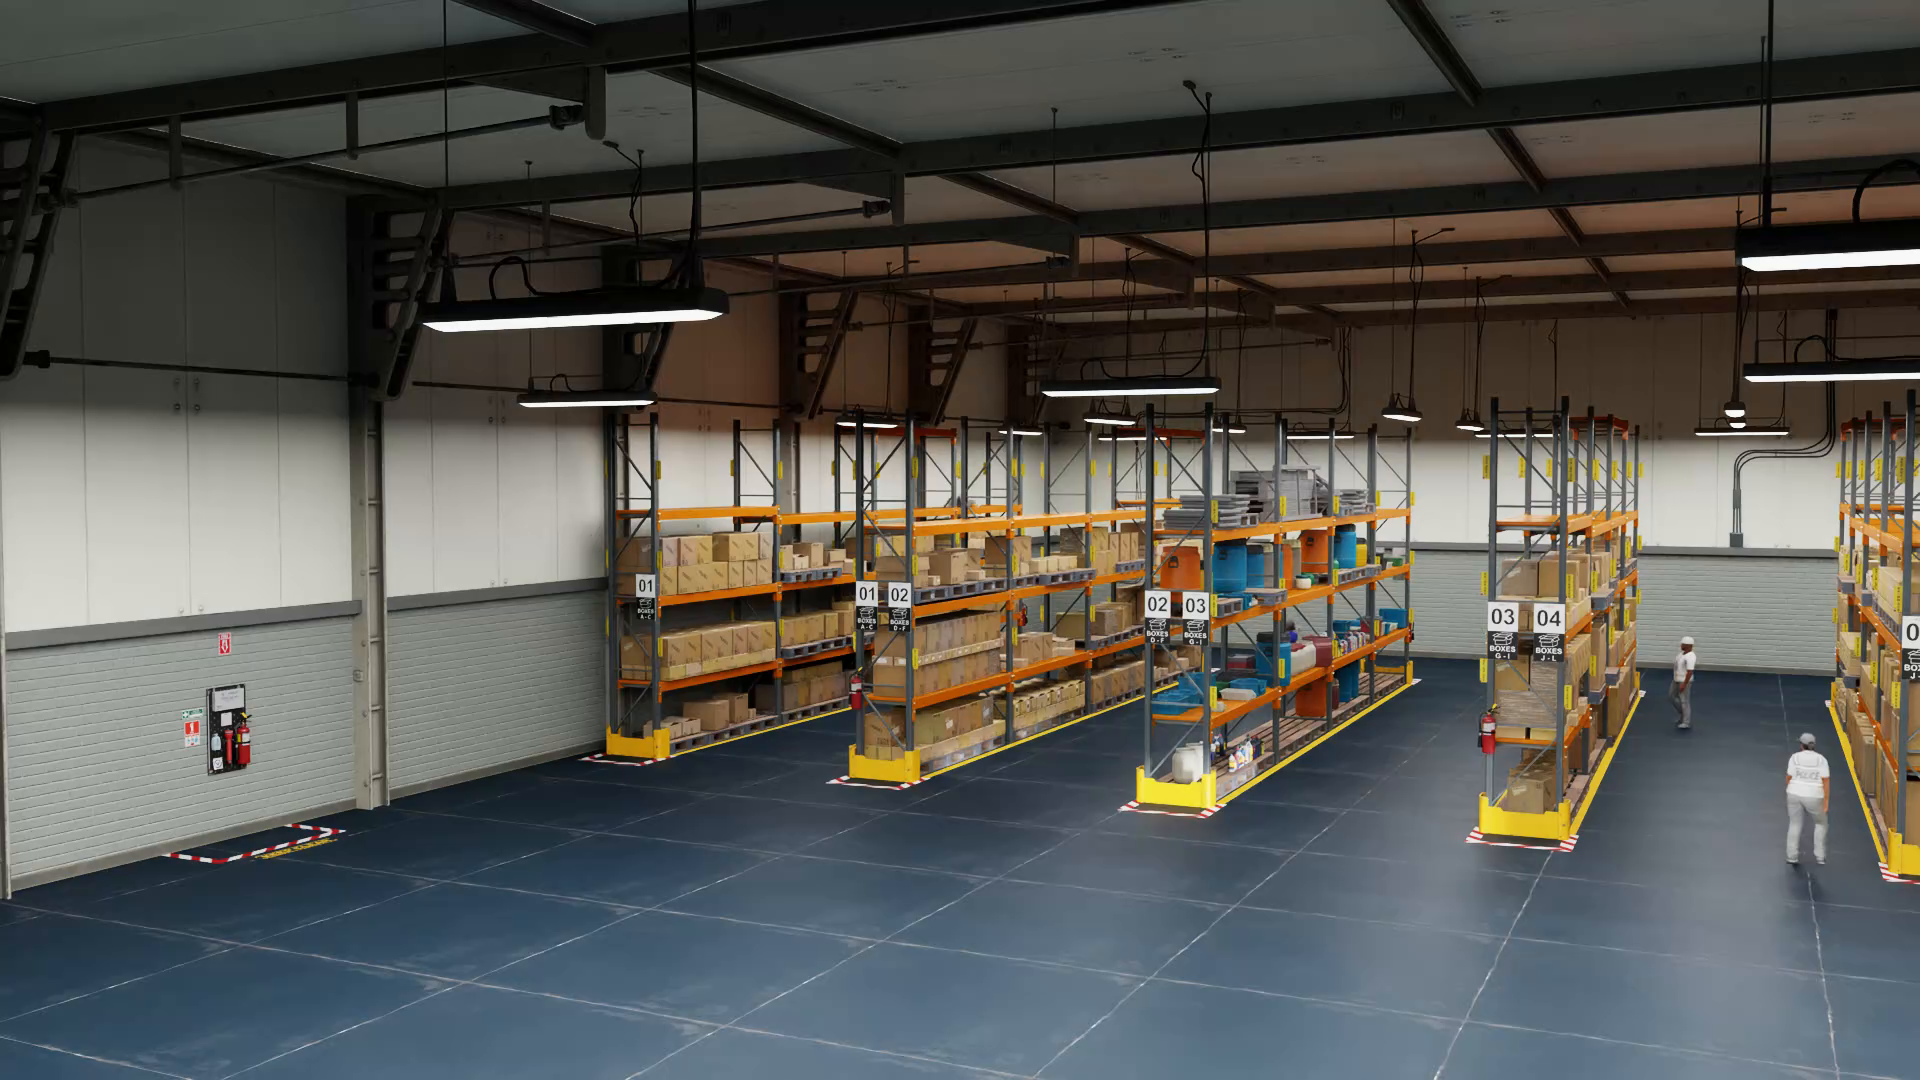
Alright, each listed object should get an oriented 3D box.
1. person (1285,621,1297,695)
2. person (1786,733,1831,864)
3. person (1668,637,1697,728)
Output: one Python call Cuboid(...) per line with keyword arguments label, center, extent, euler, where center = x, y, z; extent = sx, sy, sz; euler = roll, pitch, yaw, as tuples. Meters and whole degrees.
Cuboid(label="person", center=(7.267, 2.612, 36.853), extent=(0.451, 1.645, 0.484), euler=(0, 2, -11))
Cuboid(label="person", center=(10.778, 3.312, 21.119), extent=(0.628, 1.729, 0.534), euler=(-2, 3, -38))
Cuboid(label="person", center=(14.068, 2.755, 32.365), extent=(0.445, 1.763, 0.676), euler=(0, 2, -4))
